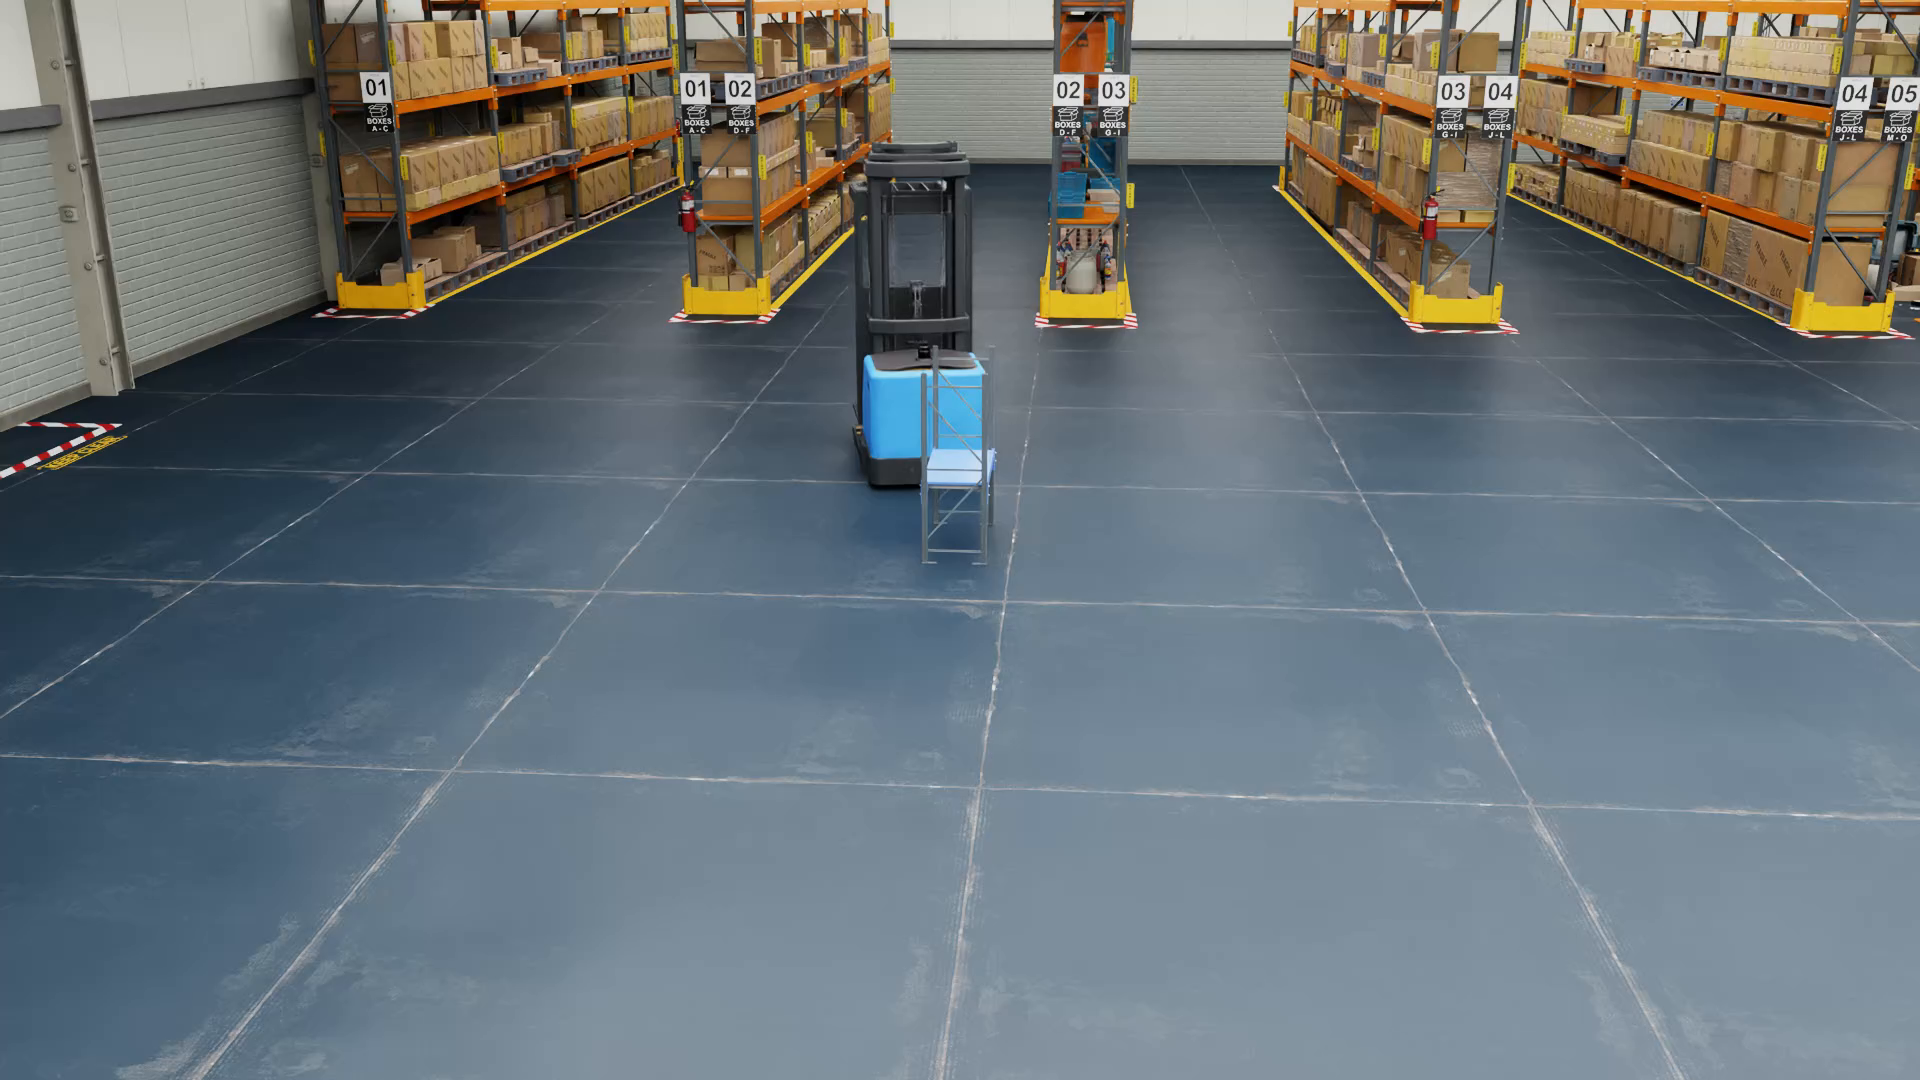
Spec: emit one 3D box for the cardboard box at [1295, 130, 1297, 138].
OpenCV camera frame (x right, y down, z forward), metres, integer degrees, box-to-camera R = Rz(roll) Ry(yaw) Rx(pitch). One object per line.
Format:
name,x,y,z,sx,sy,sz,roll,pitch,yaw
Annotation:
cardboard box,7.345,-8.636,35.366,0.380,0.149,0.250,1,18,3

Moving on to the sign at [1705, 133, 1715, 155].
sign,11.347,-5.989,25.151,0.100,0.325,0.005,1,18,4

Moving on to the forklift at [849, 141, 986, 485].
forklift,-0.459,-2.291,15.709,1.130,2.935,3.031,-2,18,-7

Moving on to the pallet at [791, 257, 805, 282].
pallet,-3.031,-4.261,26.086,1.003,0.211,1.213,1,18,4

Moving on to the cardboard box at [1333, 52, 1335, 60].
cardboard box,7.266,-9.141,31.413,0.380,0.149,0.250,1,18,2

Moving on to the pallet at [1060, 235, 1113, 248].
pallet,2.111,-5.020,28.403,1.003,0.211,1.213,1,18,4

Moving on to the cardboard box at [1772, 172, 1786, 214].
cardboard box,11.766,-4.755,22.876,0.875,0.550,0.550,1,18,4

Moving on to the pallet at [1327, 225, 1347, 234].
pallet,7.367,-5.770,30.692,1.003,0.211,1.213,1,18,4

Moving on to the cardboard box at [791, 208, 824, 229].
cardboard box,-2.577,-5.430,28.018,0.500,0.311,0.500,1,18,2

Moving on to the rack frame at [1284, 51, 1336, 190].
rack frame,7.809,-9.336,37.099,1.000,3.000,0.127,1,18,4

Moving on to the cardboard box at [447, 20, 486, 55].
cardboard box,-7.639,-7.737,25.602,0.500,0.500,0.500,0,18,-1

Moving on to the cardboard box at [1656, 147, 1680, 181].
cardboard box,11.766,-6.154,27.228,0.500,0.500,0.500,1,18,3

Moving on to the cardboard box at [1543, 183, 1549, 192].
cardboard box,12.176,-7.211,34.039,0.380,0.149,0.250,1,18,2

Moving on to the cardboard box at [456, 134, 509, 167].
cardboard box,-7.803,-6.355,27.133,0.700,0.500,0.500,1,18,4

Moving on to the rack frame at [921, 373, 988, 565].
rack frame,-0.043,-0.528,12.627,0.500,1.500,0.032,1,18,4

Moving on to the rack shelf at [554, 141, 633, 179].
rack shelf,-7.443,-7.463,32.536,1.077,0.370,4.000,1,18,4

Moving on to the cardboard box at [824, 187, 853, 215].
cardboard box,-2.296,-6.393,31.424,0.500,0.500,0.500,1,18,2

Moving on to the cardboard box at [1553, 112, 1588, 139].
cardboard box,12.215,-8.297,33.290,0.500,0.500,0.500,1,18,4

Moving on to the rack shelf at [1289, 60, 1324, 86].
rack shelf,7.666,-9.799,34.848,1.077,0.370,4.000,1,18,4

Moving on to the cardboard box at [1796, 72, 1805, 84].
cardboard box,11.343,-6.125,22.051,0.380,0.149,0.250,1,18,4

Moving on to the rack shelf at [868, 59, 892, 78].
rack shelf,-2.215,-10.021,35.526,1.077,0.370,4.000,1,18,4

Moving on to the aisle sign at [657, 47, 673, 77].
aisle sign,-6.708,-10.919,37.754,0.394,0.787,0.004,1,18,4

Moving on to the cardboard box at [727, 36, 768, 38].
cardboard box,-3.231,-7.420,25.374,0.500,0.500,0.500,3,18,8

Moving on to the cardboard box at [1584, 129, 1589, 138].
cardboard box,11.865,-7.576,30.977,0.380,0.149,0.250,1,18,3

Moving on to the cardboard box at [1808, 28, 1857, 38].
cardboard box,17.471,-10.014,33.349,0.797,0.503,0.637,3,18,8

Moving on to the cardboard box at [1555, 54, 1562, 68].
cardboard box,12.275,-9.619,33.386,0.500,0.250,0.500,1,18,4

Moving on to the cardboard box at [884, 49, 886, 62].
cardboard box,-1.892,-10.592,36.355,0.500,0.250,0.500,1,18,4

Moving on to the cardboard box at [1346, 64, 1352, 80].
cardboard box,6.948,-8.066,28.644,0.500,0.250,0.500,2,18,5

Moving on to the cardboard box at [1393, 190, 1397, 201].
cardboard box,6.568,-5.041,24.394,0.380,0.149,0.250,1,18,4

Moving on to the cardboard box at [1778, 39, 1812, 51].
cardboard box,11.397,-6.743,22.655,0.380,0.149,0.250,1,18,4

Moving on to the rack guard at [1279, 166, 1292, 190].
rack guard,7.811,-8.156,37.511,1.175,0.500,0.348,1,18,4

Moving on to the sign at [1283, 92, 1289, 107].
sign,7.256,-9.800,36.995,0.100,0.325,0.005,1,18,4

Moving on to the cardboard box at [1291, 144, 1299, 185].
cardboard box,7.843,-8.326,36.752,0.875,0.875,0.875,1,18,4

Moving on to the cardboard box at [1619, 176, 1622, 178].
cardboard box,12.551,-6.597,30.875,0.500,0.250,0.500,1,18,4

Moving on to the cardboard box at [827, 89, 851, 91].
cardboard box,-2.546,-9.161,34.797,0.500,0.500,0.500,1,18,3

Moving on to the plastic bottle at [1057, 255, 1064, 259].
plastic bottle,1.471,-4.093,24.766,0.152,0.276,0.135,1,18,2

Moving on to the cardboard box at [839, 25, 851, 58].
cardboard box,-2.468,-9.882,32.950,0.600,0.600,0.600,0,18,-1

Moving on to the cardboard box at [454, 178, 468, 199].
cardboard box,-7.704,-5.258,24.861,0.500,0.250,0.500,1,18,4

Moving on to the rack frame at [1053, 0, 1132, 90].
rack frame,1.722,-7.328,21.337,1.000,3.000,0.127,1,18,4

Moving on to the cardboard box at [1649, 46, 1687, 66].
cardboard box,11.904,-8.120,27.877,0.500,0.311,0.500,1,18,4

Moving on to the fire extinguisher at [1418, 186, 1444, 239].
fire extinguisher,6.194,-4.305,21.868,0.296,0.674,0.183,1,18,4

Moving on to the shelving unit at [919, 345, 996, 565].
shelving unit,-0.006,-0.686,13.109,0.538,1.500,1.048,1,18,4

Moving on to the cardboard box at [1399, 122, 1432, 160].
cardboard box,6.567,-5.673,23.675,0.500,0.500,0.500,1,18,4

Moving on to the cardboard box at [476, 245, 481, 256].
cardboard box,-7.882,-4.637,26.601,0.380,0.166,0.250,-1,18,-3

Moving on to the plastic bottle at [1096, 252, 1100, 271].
plastic bottle,2.091,-4.224,25.151,0.061,0.283,0.133,1,18,4

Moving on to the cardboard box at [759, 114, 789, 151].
cardboard box,-2.992,-6.201,25.285,0.700,0.500,0.500,1,18,4

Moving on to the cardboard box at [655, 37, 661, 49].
cardboard box,-6.837,-10.874,36.381,0.500,0.250,0.500,1,18,2

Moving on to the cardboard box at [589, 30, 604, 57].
cardboard box,-7.472,-9.837,32.942,0.700,0.500,0.500,0,18,1

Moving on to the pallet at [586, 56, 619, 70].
pallet,-7.316,-9.474,33.010,0.805,0.209,1.217,1,18,2

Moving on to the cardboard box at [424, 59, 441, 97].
cardboard box,-7.779,-6.607,23.759,0.500,0.500,0.500,2,18,6

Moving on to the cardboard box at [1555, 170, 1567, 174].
cardboard box,12.822,-7.749,35.202,0.380,0.149,0.250,1,18,2

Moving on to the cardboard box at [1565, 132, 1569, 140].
cardboard box,11.961,-7.834,32.242,0.380,0.149,0.250,2,18,5

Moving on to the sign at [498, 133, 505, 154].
sign,-7.331,-6.343,26.573,0.100,0.325,0.005,1,18,4

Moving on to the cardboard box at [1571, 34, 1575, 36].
cardboard box,12.212,-9.836,32.605,0.380,0.149,0.250,0,18,1

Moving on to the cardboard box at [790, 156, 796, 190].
cardboard box,-2.957,-5.741,25.967,0.700,0.500,0.500,1,18,2

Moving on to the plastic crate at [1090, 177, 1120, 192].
plastic crate,2.200,-5.299,25.018,0.499,0.251,0.616,1,18,4

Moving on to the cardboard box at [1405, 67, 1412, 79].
cardboard box,6.562,-6.653,23.693,0.380,0.149,0.250,1,18,3
